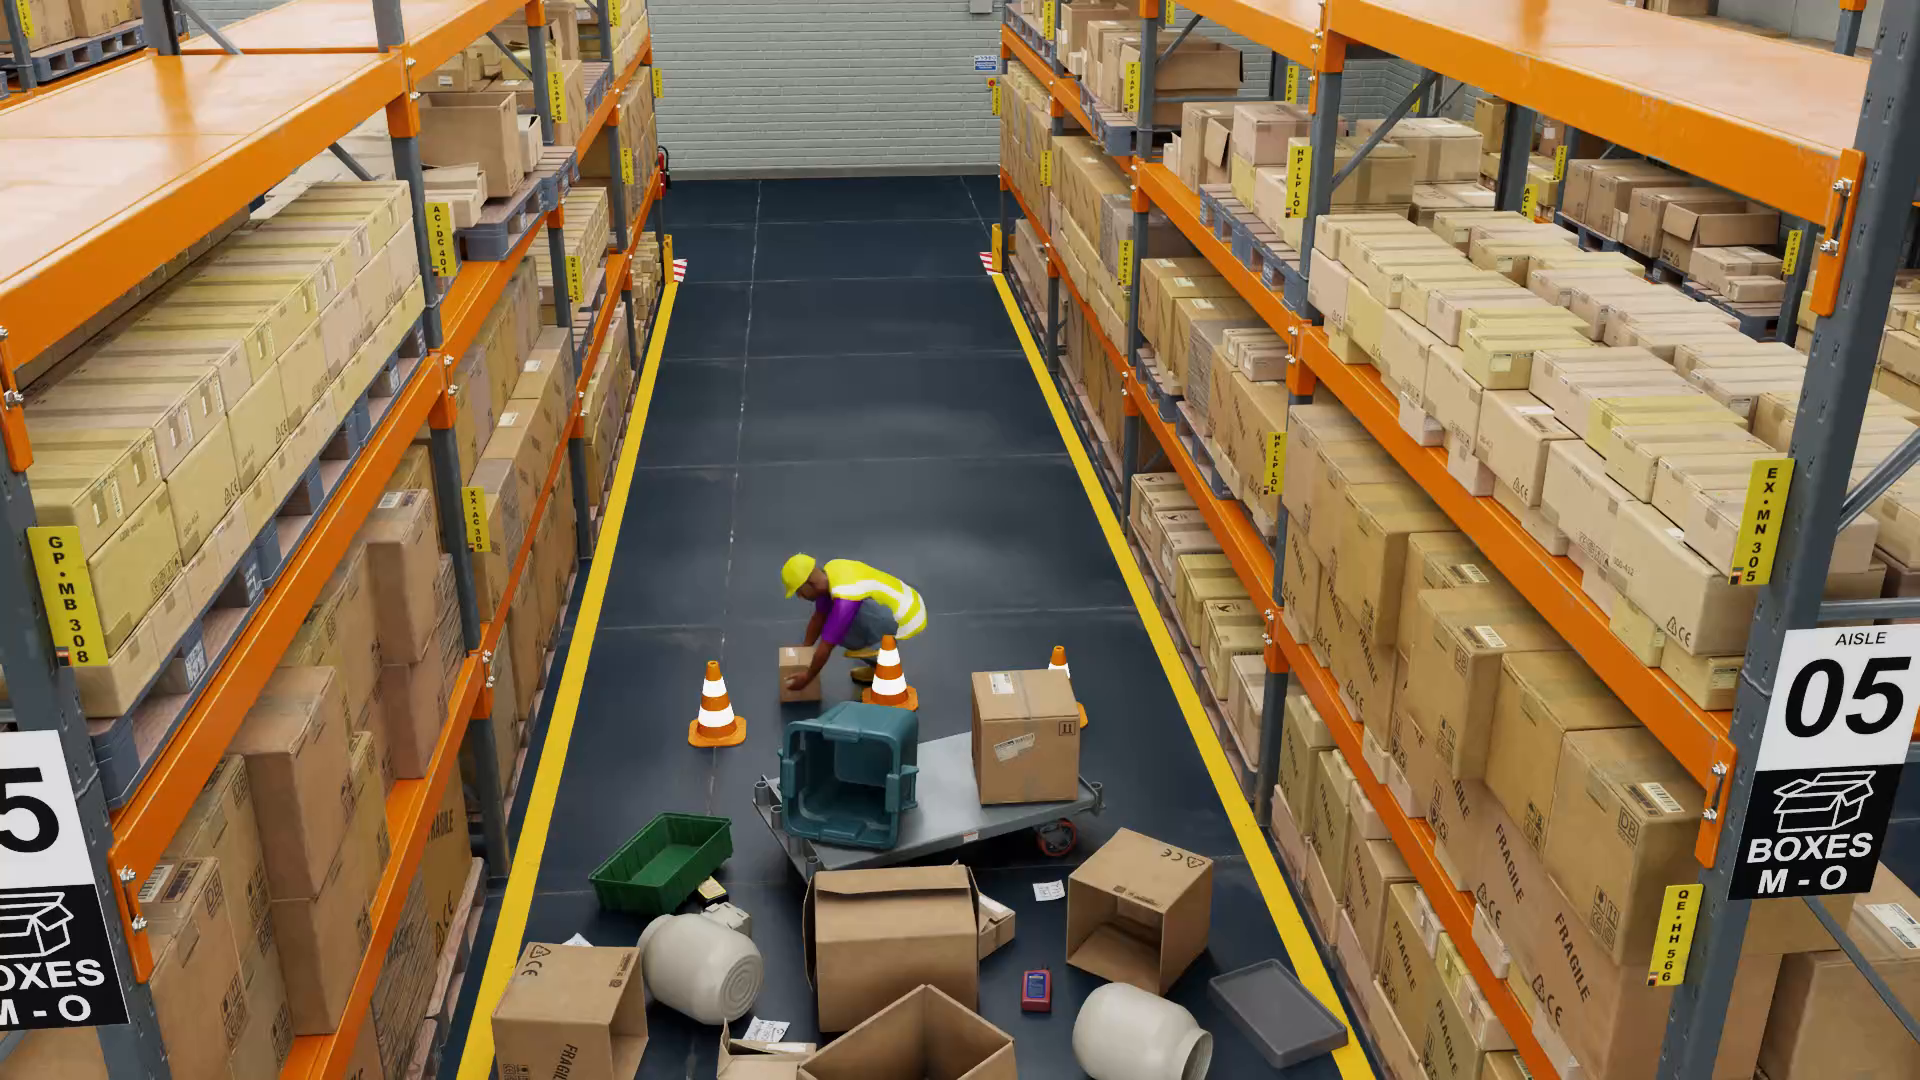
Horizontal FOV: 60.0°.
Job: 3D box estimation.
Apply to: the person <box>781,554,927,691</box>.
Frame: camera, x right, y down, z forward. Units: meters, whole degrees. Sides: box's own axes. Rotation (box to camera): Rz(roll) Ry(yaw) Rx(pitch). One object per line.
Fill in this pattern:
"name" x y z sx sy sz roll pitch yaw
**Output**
"person" -0.647 0.509 10.143 0.904 0.962 0.568 -2 24 -5
